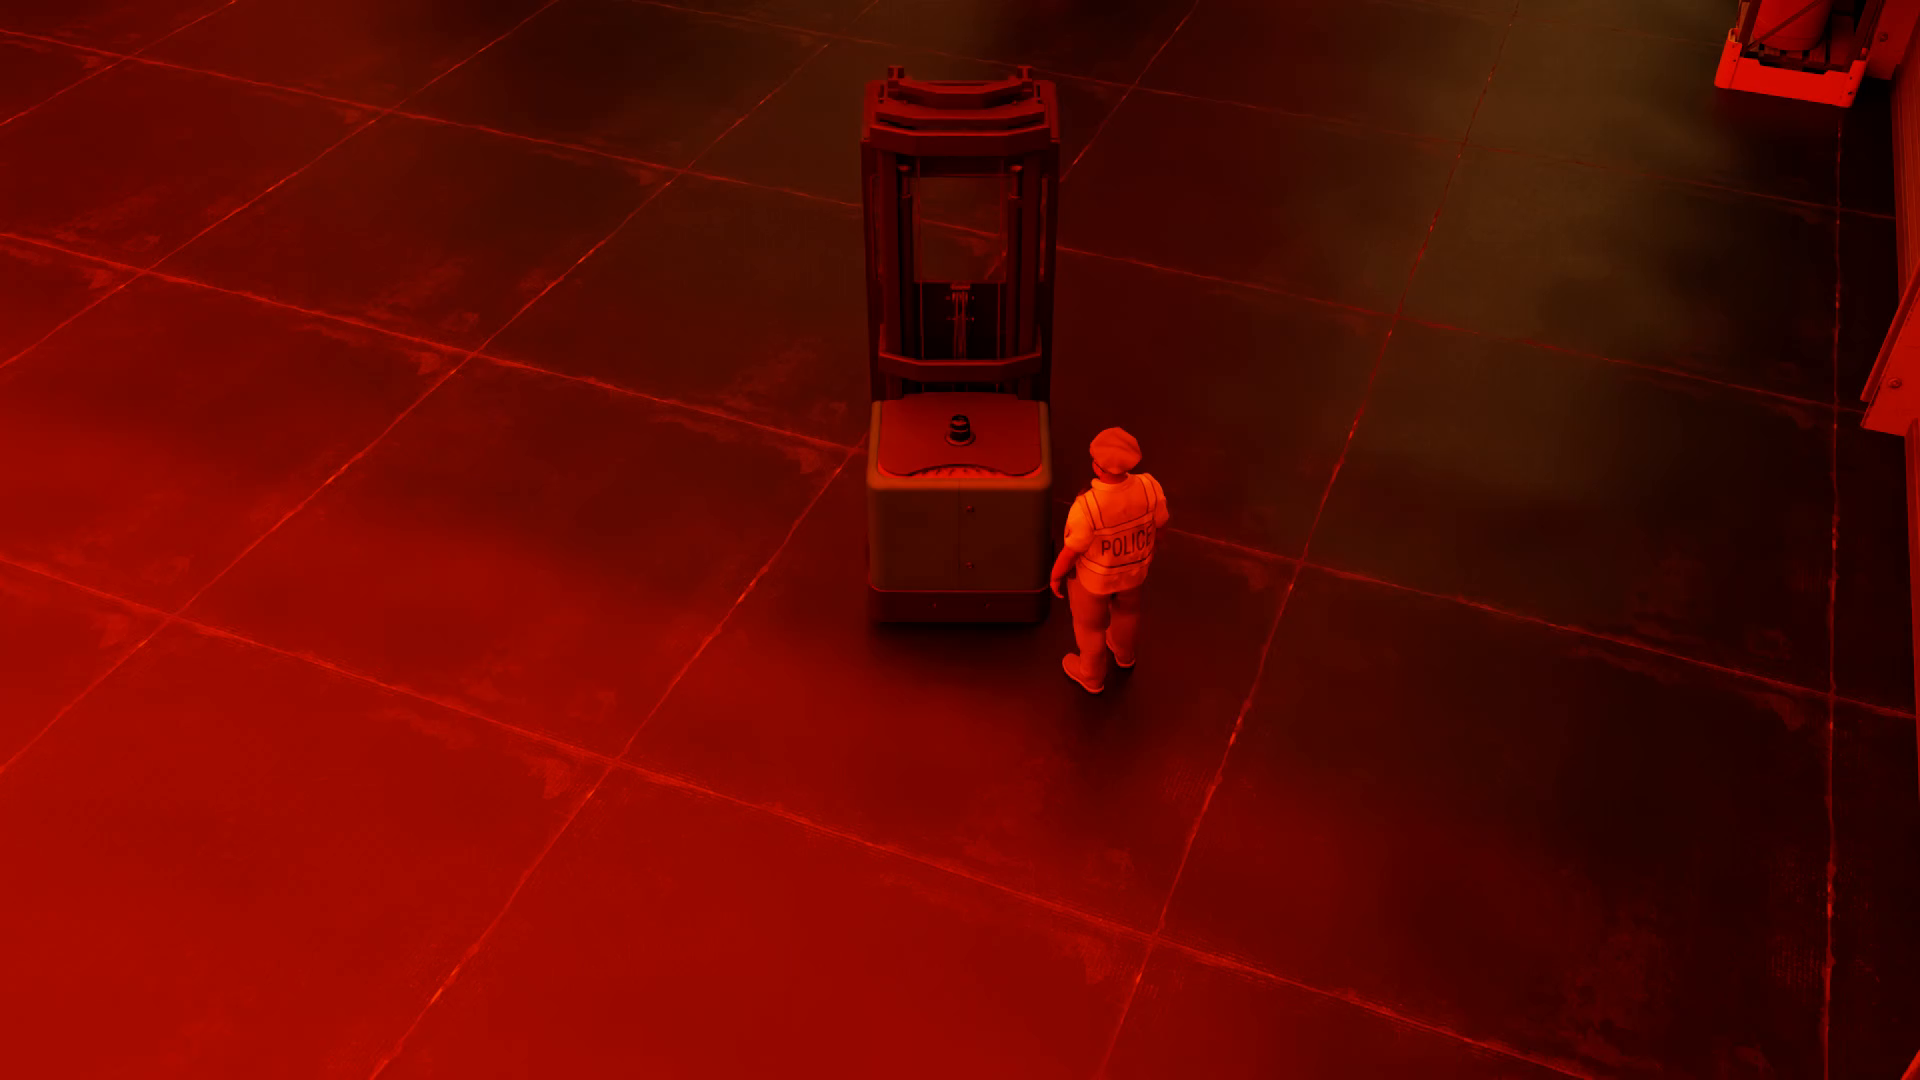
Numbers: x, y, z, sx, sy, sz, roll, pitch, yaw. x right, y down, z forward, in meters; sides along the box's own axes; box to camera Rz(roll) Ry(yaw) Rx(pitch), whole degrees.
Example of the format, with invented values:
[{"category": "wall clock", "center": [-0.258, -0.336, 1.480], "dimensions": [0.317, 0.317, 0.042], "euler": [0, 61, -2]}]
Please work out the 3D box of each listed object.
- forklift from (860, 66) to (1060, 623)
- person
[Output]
[{"category": "forklift", "center": [0.003, -1.563, 9.873], "dimensions": [1.130, 2.935, 3.031], "euler": [0, 40, 0]}, {"category": "person", "center": [0.746, 0.083, 8.791], "dimensions": [0.639, 1.780, 0.575], "euler": [-16, 42, -18]}]
